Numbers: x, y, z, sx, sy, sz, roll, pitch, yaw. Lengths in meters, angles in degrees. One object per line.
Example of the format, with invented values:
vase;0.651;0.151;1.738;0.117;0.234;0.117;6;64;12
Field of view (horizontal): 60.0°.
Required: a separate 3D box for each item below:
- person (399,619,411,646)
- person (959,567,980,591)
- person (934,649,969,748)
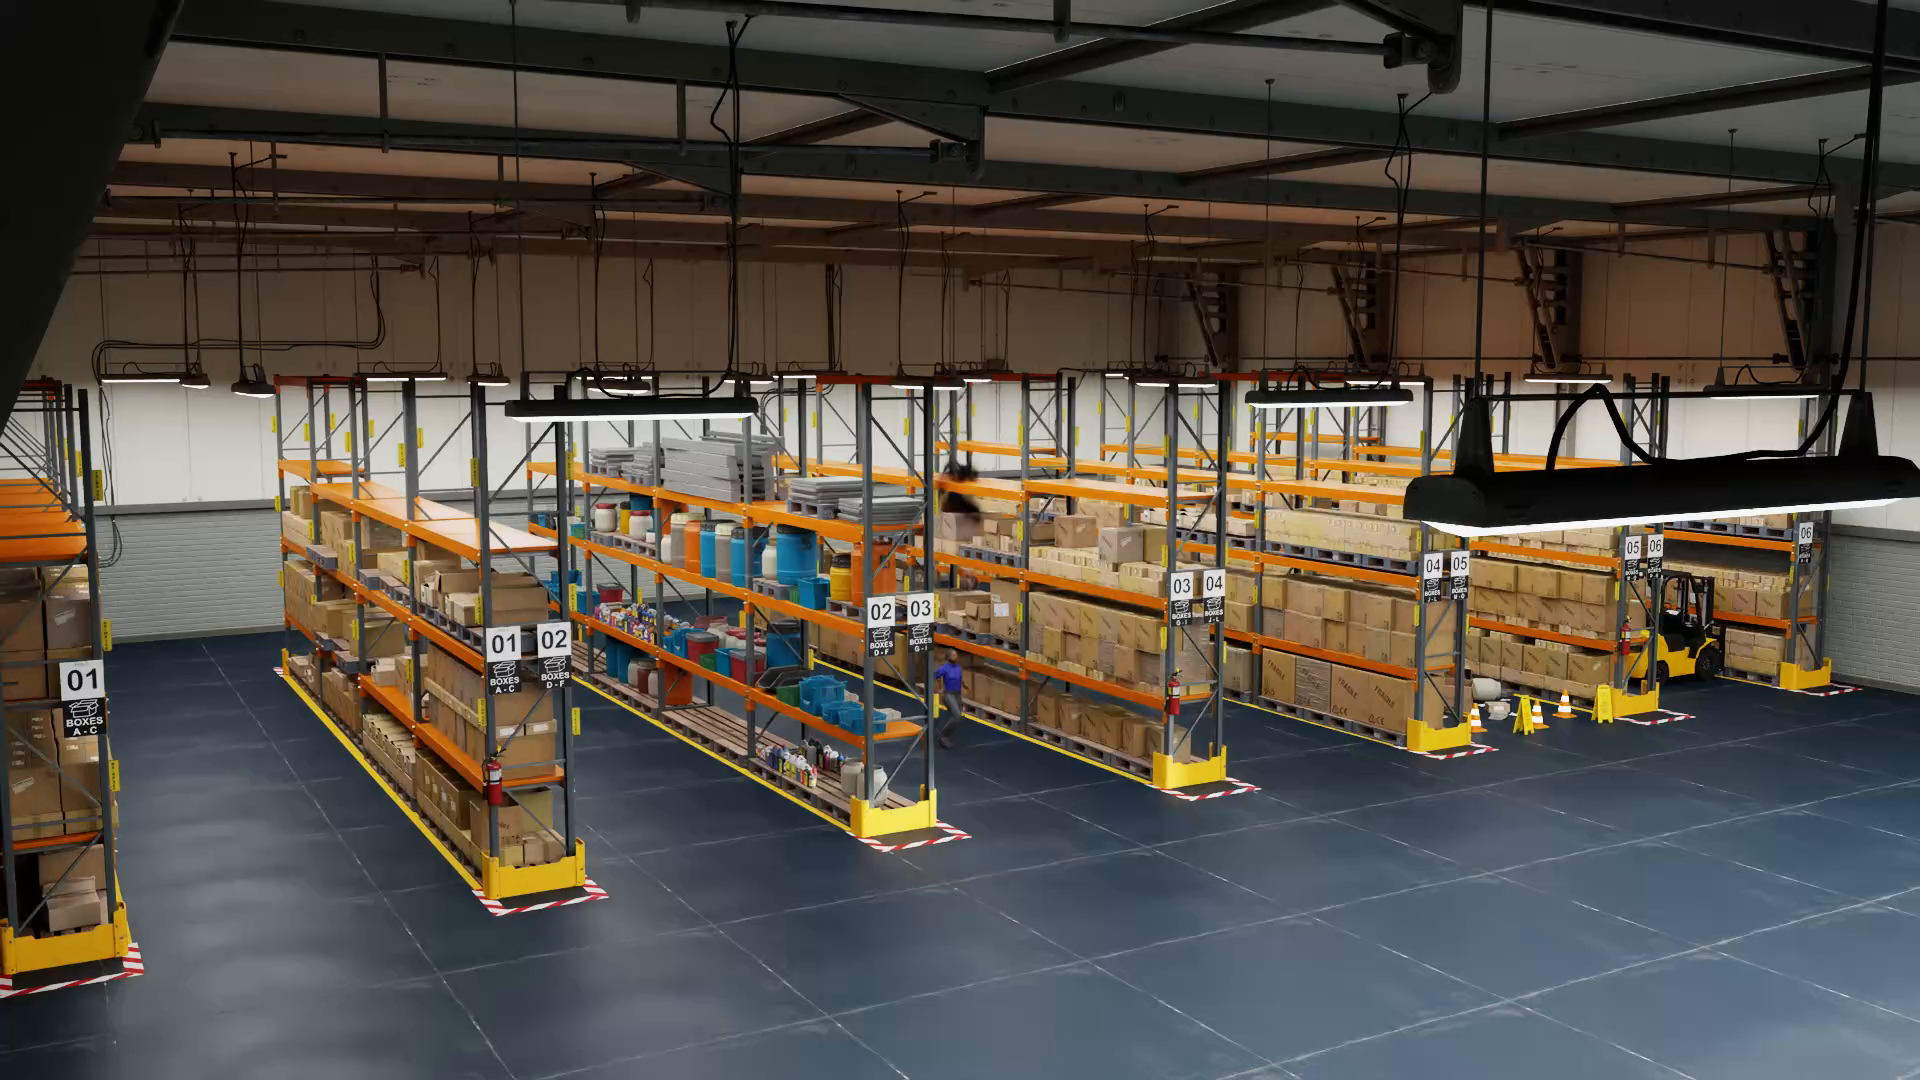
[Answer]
person;-11.679;1.699;34.576;0.930;1.727;0.705;3;7;22
person;0.142;1.439;36.830;0.718;1.777;0.927;-3;7;-28
person;-0.110;2.570;26.922;0.628;1.620;0.552;5;8;39
